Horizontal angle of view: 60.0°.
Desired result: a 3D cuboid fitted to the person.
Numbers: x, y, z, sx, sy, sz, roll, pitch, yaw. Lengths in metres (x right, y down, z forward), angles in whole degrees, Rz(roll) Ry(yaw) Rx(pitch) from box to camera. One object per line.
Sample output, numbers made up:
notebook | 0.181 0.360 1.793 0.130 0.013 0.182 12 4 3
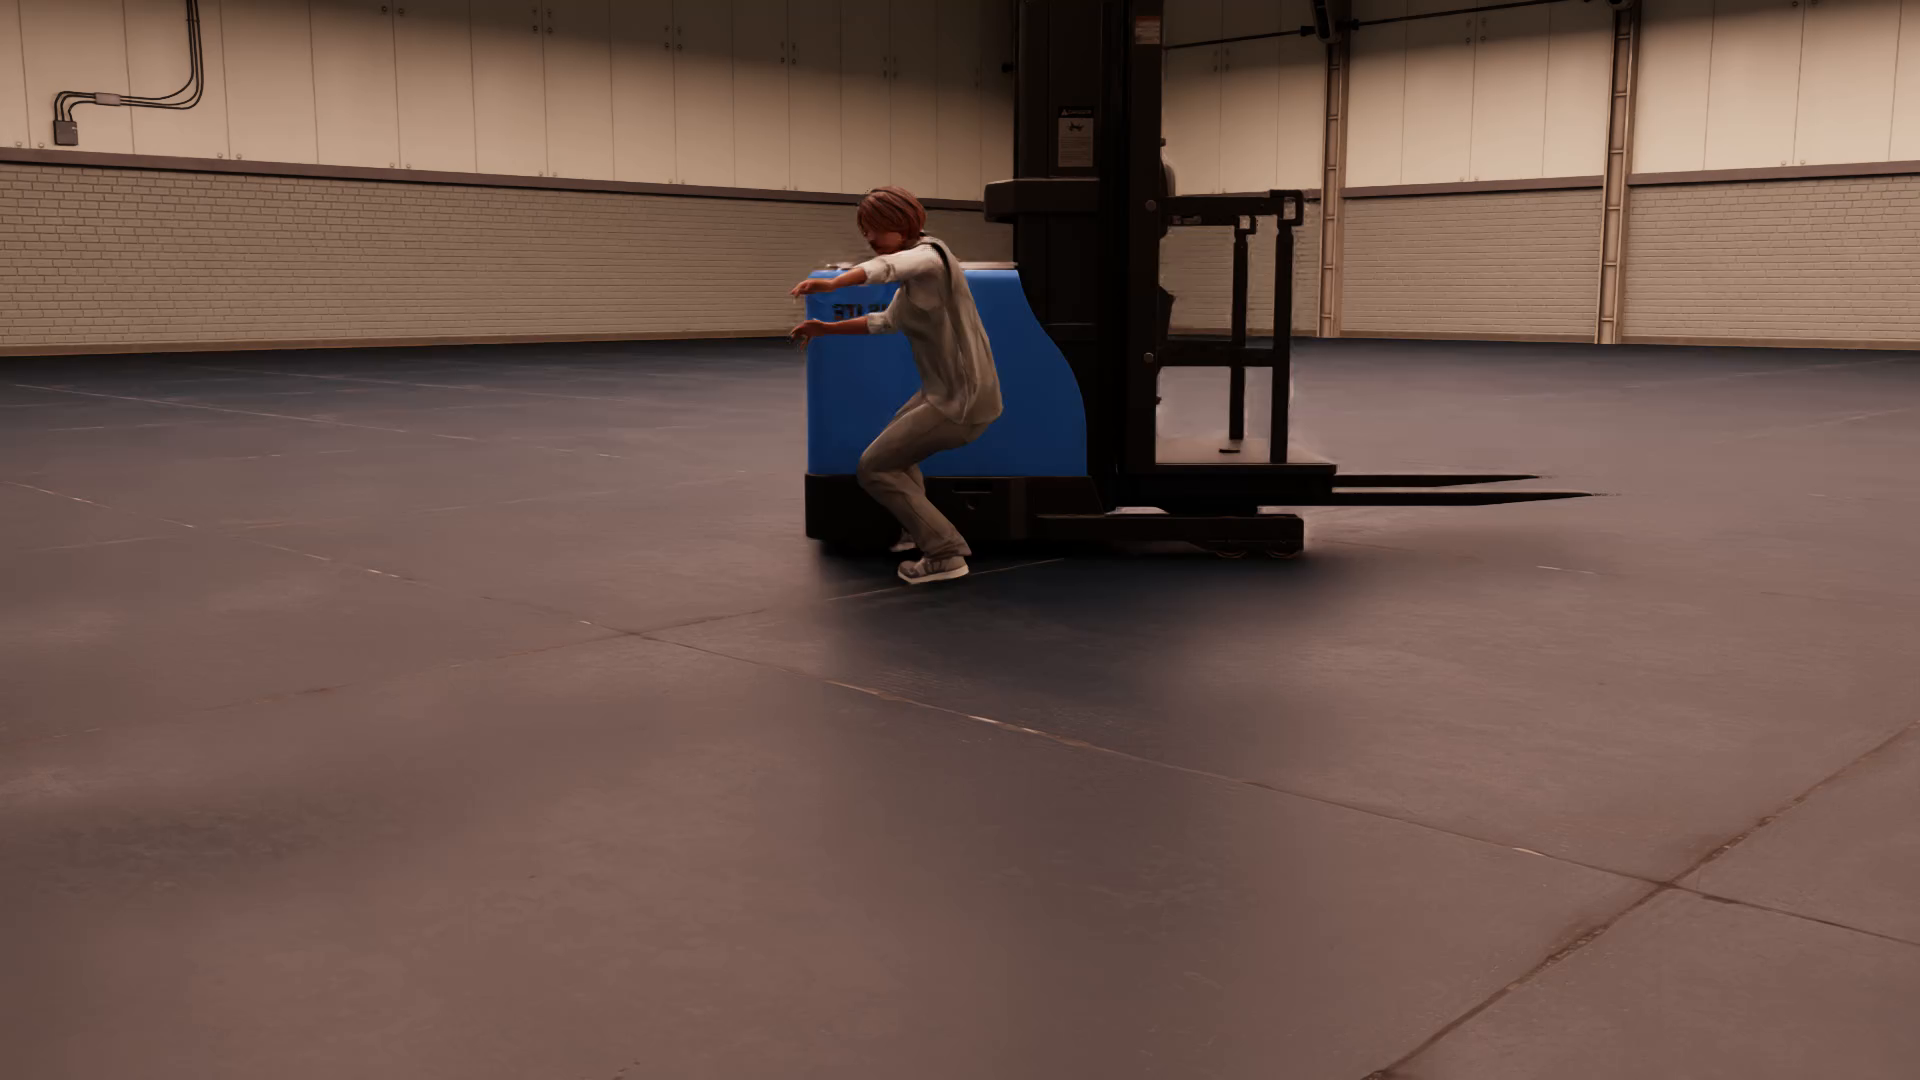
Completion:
person | -0.219 -0.504 5.604 0.723 1.331 1.359 0 9 -2

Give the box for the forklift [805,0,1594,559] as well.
forklift | 0.929 -1.457 6.547 3.031 2.935 1.130 0 9 0
